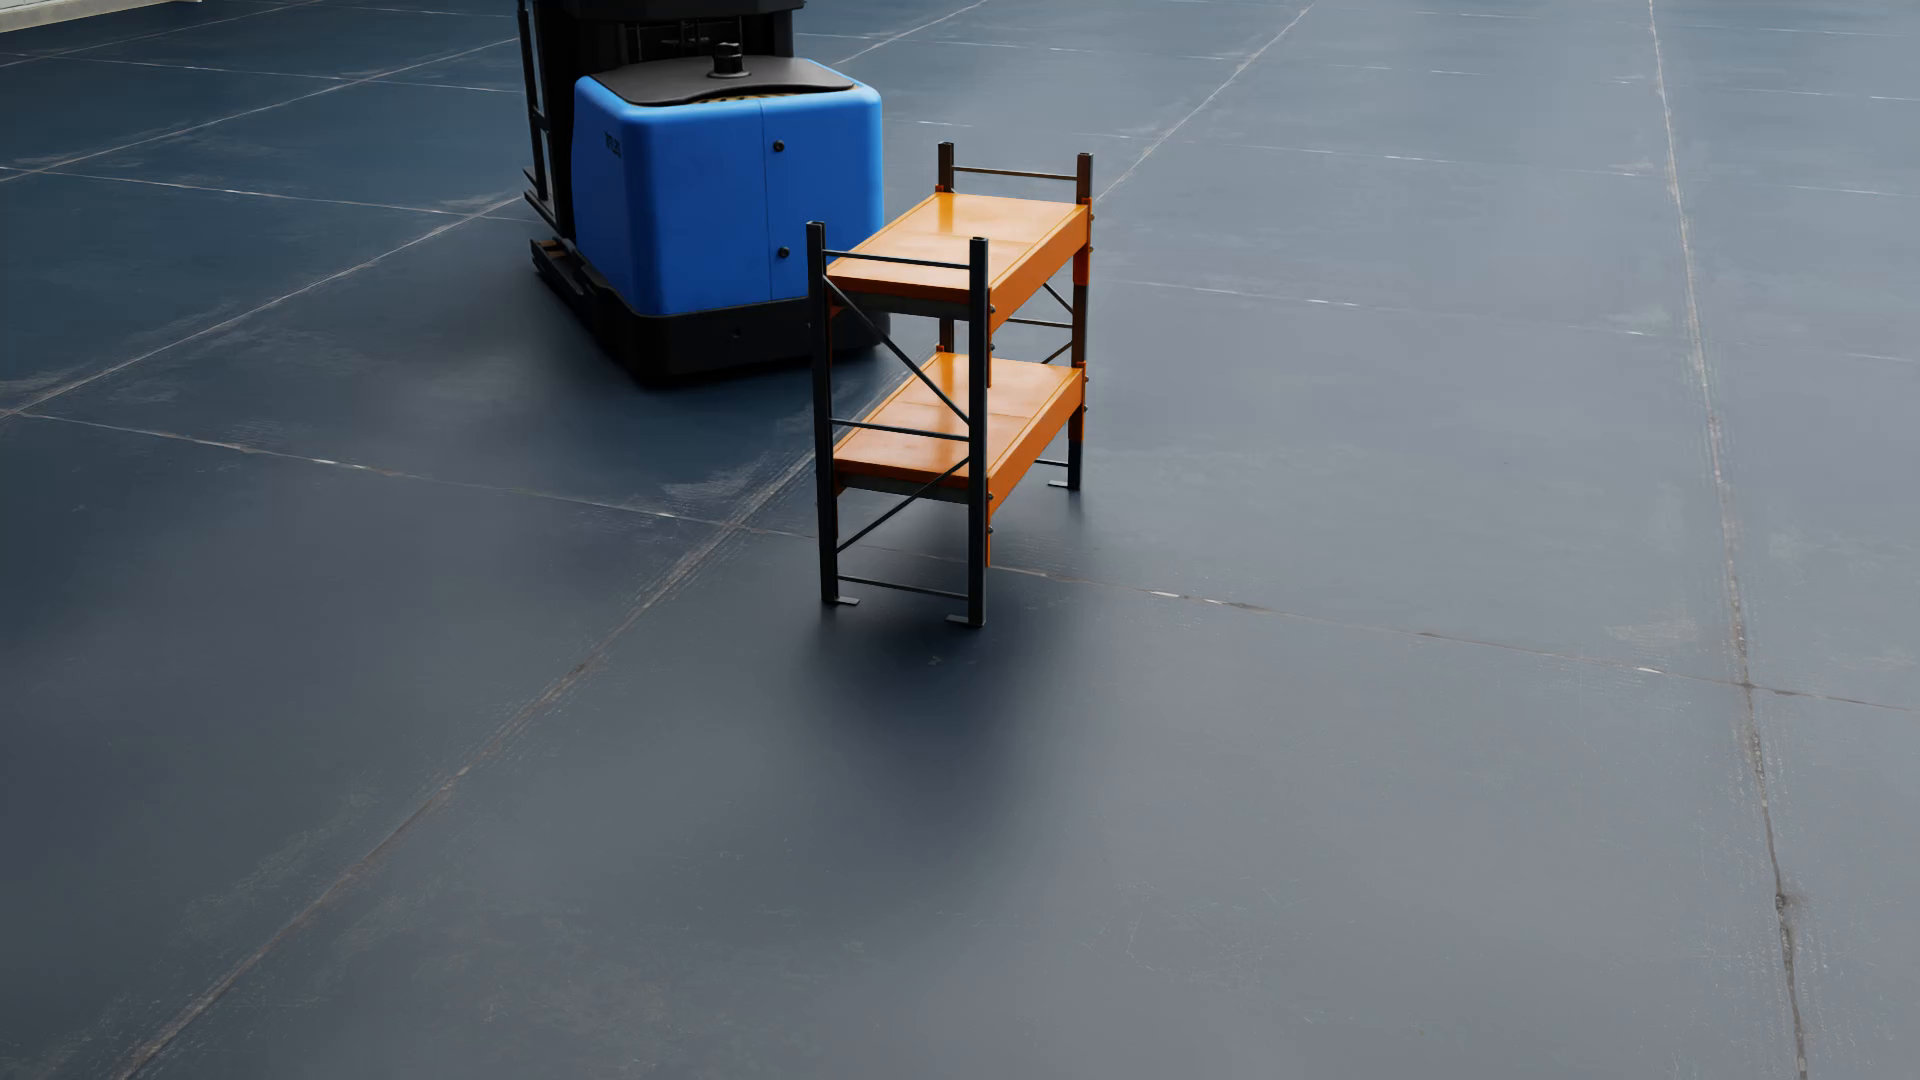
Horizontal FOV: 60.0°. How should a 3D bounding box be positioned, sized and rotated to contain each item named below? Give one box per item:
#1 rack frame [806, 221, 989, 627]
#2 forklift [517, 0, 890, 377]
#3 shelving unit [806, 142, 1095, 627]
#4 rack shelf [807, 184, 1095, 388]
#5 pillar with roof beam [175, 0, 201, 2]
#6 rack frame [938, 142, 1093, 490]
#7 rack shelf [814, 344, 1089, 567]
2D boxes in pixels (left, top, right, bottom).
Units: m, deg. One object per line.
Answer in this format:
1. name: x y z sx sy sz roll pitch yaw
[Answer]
1. rack frame: -0.167 -0.300 4.579 0.500 1.125 0.032 9 27 17
2. forklift: -1.365 -2.559 7.172 1.130 2.935 3.031 -11 28 -22
3. shelving unit: 0.002 -0.509 5.011 0.538 1.125 1.048 9 27 17
4. rack shelf: 0.002 -0.772 4.883 0.538 0.278 1.000 9 27 17
5. pillar with roof beam: -3.271 -8.647 12.783 9.100 9.000 0.400 9 27 17
6. rack frame: 0.171 -0.718 5.442 0.500 1.125 0.032 9 27 17
7. rack shelf: 0.002 -0.289 5.117 0.538 0.278 1.000 9 27 17
